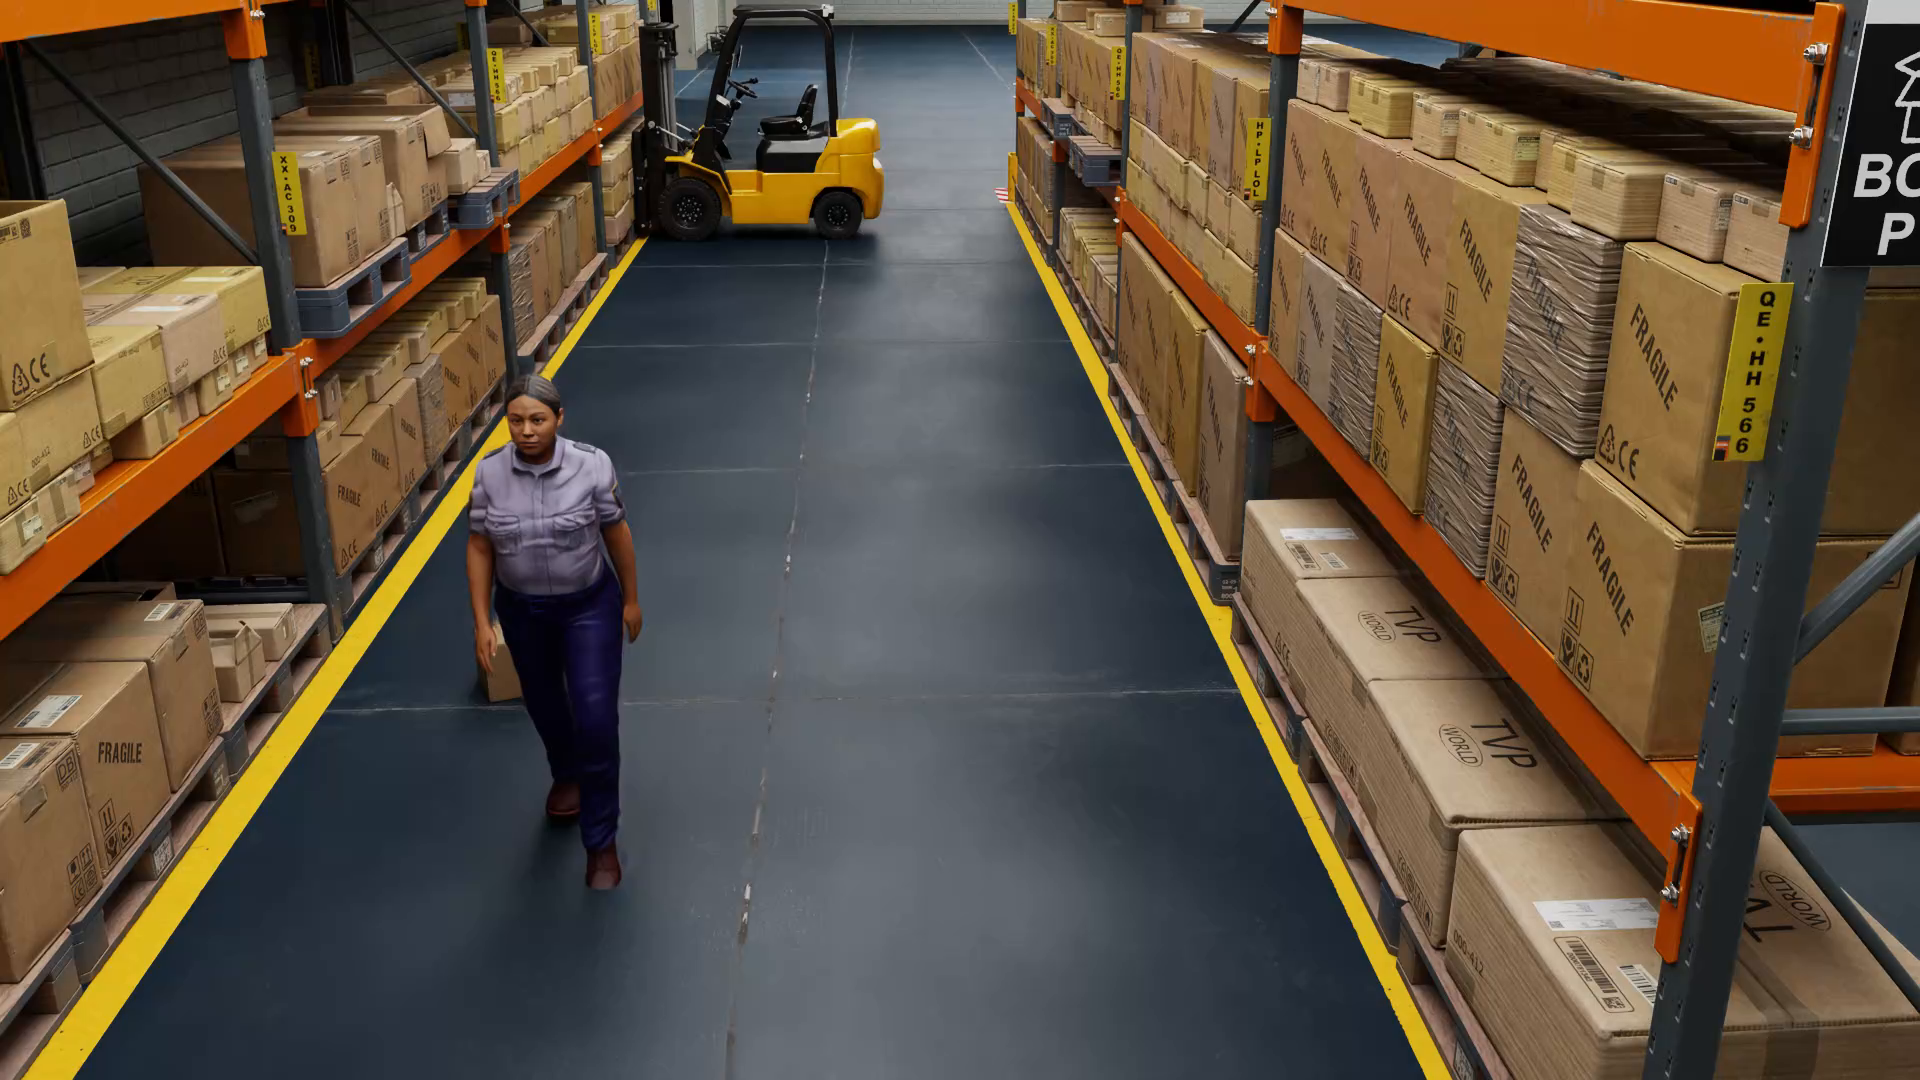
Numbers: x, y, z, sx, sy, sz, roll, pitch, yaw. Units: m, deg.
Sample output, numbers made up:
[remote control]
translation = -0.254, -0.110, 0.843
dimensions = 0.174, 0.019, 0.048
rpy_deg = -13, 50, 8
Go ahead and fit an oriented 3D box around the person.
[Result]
[person]
translation = -1.315, 0.280, 5.433
dimensions = 0.509, 1.709, 0.709
rpy_deg = 0, 21, 1
